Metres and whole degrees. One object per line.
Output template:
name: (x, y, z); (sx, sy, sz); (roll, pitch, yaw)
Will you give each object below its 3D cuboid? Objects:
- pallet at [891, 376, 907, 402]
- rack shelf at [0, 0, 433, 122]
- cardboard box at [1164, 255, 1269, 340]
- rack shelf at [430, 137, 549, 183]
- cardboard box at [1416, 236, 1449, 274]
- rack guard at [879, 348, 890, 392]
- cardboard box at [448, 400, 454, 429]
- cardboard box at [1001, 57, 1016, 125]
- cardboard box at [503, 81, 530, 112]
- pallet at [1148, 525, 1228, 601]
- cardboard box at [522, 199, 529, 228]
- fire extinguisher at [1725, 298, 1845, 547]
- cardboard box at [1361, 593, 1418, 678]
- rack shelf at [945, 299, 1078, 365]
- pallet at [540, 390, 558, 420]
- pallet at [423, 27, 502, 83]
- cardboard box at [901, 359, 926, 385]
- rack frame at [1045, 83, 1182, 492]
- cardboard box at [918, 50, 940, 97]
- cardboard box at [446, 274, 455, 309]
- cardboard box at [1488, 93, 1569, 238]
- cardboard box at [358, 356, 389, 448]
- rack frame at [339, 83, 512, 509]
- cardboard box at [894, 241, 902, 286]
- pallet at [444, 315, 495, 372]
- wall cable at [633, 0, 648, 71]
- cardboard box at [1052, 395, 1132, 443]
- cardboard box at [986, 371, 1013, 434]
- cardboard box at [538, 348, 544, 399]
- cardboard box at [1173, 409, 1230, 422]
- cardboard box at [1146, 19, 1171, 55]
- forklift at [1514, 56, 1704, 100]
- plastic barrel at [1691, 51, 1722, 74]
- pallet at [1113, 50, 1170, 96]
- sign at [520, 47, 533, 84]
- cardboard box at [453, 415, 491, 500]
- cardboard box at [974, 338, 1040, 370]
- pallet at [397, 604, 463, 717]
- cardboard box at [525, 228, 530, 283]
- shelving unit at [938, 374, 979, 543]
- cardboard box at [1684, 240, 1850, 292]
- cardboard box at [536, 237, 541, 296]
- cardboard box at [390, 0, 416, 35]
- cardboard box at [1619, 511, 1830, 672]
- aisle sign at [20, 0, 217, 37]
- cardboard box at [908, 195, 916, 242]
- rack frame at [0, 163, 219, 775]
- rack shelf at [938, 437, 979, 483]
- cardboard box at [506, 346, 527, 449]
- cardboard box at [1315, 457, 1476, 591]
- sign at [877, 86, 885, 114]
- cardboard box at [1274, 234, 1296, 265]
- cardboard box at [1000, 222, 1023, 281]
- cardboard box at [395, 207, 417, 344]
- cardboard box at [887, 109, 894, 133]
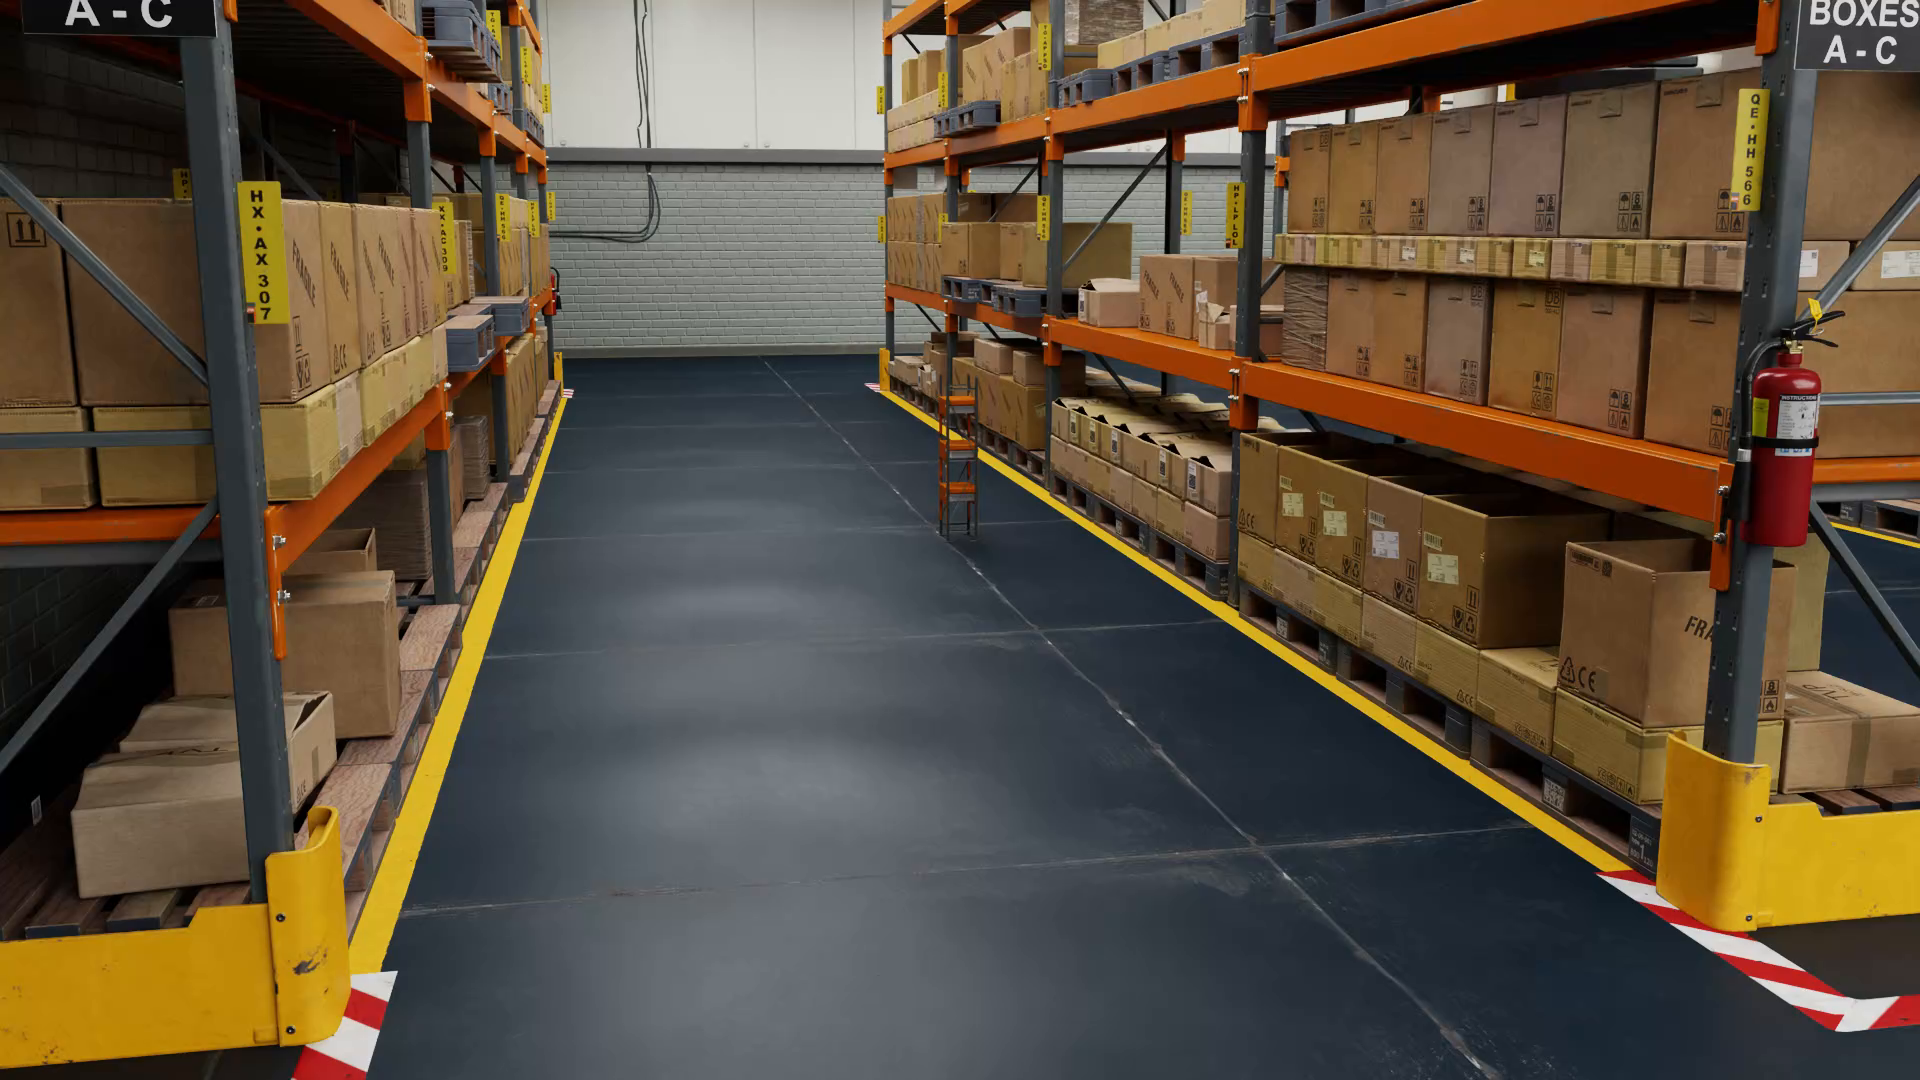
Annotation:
pallet: (-0.235, -1.807, 19.624); (1.003, 0.211, 1.213); (-2, 11, -11)
rack shelf: (-2.541, -1.708, 5.551); (1.077, 0.370, 4.000); (-2, 11, -11)
cardboard box: (1.595, -1.515, 10.366); (0.500, 0.500, 0.500); (-2, 11, -11)
rack shelf: (-4.875, -3.909, 17.114); (1.077, 0.370, 4.000); (-2, 11, -11)
cardboard box: (2.096, -1.163, 6.784); (0.380, 0.149, 0.250); (-2, 11, -11)
rack guard: (-0.391, -2.095, 20.365); (1.175, 0.500, 0.348); (-2, 11, -11)
cardboard box: (-3.467, -0.808, 10.423); (0.500, 0.250, 0.500); (-2, 11, -10)
cardboard box: (0.832, -3.660, 13.613); (0.910, 0.500, 0.500); (-2, 11, -11)
cardboard box: (-4.362, -4.214, 15.801); (0.500, 0.250, 0.500); (-2, 11, -11)
pallet: (1.747, 0.100, 9.605); (1.003, 0.211, 1.213); (-2, 11, -11)
cardboard box: (-4.144, -2.919, 14.890); (0.500, 0.250, 0.500); (-2, 11, -10)
fire extinguisher: (2.274, -0.326, 4.592); (0.296, 0.674, 0.183); (-2, 11, -11)
cardboard box: (2.009, 0.380, 6.908); (0.500, 0.250, 0.500); (-2, 11, -11)
rack shelf: (0.762, -1.883, 14.490); (1.077, 0.370, 4.000); (-2, 11, -11)
pallet: (-4.798, -1.419, 17.587); (1.003, 0.211, 1.213); (-2, 11, -11)
pallet: (-3.150, -2.643, 9.043); (1.213, 0.211, 1.003); (-2, 11, -11)
cardboard box: (-0.383, -1.909, 18.879); (0.500, 0.250, 0.500); (-2, 11, -11)
rack frame: (1.151, -1.869, 12.496); (1.000, 3.000, 0.127); (-2, 11, -11)
cardboard box: (-0.067, -4.979, 17.871); (0.700, 0.500, 0.500); (-2, 11, -11)
cardboard box: (-3.256, -1.537, 9.306); (0.700, 0.500, 0.500); (-1, 11, -3)
cardboard box: (2.412, -1.373, 6.151); (0.700, 0.500, 0.500); (-2, 11, -11)
cardboard box: (-2.143, -0.447, 5.370); (0.500, 0.250, 0.500); (-2, 11, -12)
rack frame: (-3.708, -1.689, 11.546); (1.000, 3.000, 0.127); (-2, 11, -11)
cardboard box: (-0.472, -3.200, 19.221); (0.500, 0.500, 0.500); (-2, 11, -12)
pallet: (-2.936, -1.006, 8.474); (1.003, 0.211, 1.213); (-2, 11, -11)
wall cable: (-3.360, -8.207, 24.547); (3.097, 2.526, 0.112); (-2, 11, -11)
cardboard box: (0.964, -0.894, 12.101); (0.500, 0.311, 0.500); (-2, 11, -9)
cardboard box: (0.530, -1.212, 14.548); (0.500, 0.500, 0.500); (-3, 11, -13)
cardboard box: (-4.723, -1.728, 17.315); (0.700, 0.500, 0.500); (-2, 11, -10)
cardboard box: (1.697, -0.726, 11.217); (0.500, 0.311, 0.500); (-2, 11, -11)
cardboard box: (1.514, -3.194, 10.709); (0.500, 0.250, 0.500); (-2, 11, -12)
forklift: (3.680, -1.292, 9.645); (1.130, 2.935, 3.031); (4, 12, 22)
plastic barrel: (5.770, -3.509, 12.790); (0.421, 0.512, 0.421); (0, 11, 0)
pallet: (1.591, -2.924, 10.519); (1.003, 0.211, 1.213); (-2, 11, -8)
sign: (-3.955, -4.326, 15.155); (0.100, 0.325, 0.005); (-2, 11, -11)
cardboard box: (-3.517, -0.547, 11.055); (0.700, 0.500, 0.500); (-2, 11, -10)
cardboard box: (0.422, -1.679, 14.997); (0.500, 0.250, 0.500); (-2, 11, -11)
pallet: (-2.764, 0.537, 7.312); (1.003, 0.211, 1.213); (-2, 11, -11)
cardboard box: (-4.149, -2.552, 14.965); (0.500, 0.500, 0.500); (-2, 11, -12)
shelving unit: (-0.010, -0.526, 10.650); (0.215, 1.050, 0.252); (-2, 11, -11)
cardboard box: (2.445, -0.833, 5.049); (0.380, 0.149, 0.250); (-2, 11, -12)
cardboard box: (-4.712, -2.804, 16.603); (0.980, 0.700, 0.700); (-2, 11, -12)
cardboard box: (-2.589, -2.403, 6.958); (0.500, 0.500, 0.500); (-2, 11, -9)
cardboard box: (2.721, 0.176, 5.976); (0.500, 0.500, 0.500); (-2, 11, -11)
aisle sign: (-1.844, -1.496, 3.582); (0.394, 0.787, 0.004); (-2, 11, -11)
cardboard box: (-0.276, -3.505, 18.149); (0.500, 0.500, 0.500); (-2, 11, -12)
rack frame: (-2.149, -0.221, 3.838); (0.949, 2.616, 0.053); (-2, 11, -11)
rack shelf: (-0.010, -0.515, 10.652); (0.215, 0.259, 0.240); (-2, 11, -11)
cardboard box: (-3.886, -1.139, 13.287); (0.750, 0.750, 0.750); (-2, 11, -11)
cardboard box: (1.906, -0.080, 7.319); (0.500, 0.500, 0.500); (-2, 11, -11)
sign: (-0.938, -5.220, 19.739); (0.100, 0.325, 0.005); (-2, 11, -11)
cardboard box: (1.791, -1.447, 8.276); (0.380, 0.149, 0.250); (-2, 11, -11)
cardboard box: (0.777, -2.537, 14.611); (0.700, 0.500, 0.500); (-5, 12, -25)
cardboard box: (-2.344, -1.000, 6.270); (0.500, 0.500, 0.500); (-2, 11, -13)
cardboard box: (-0.561, -4.878, 19.347); (0.500, 0.250, 0.500); (-2, 11, -11)
